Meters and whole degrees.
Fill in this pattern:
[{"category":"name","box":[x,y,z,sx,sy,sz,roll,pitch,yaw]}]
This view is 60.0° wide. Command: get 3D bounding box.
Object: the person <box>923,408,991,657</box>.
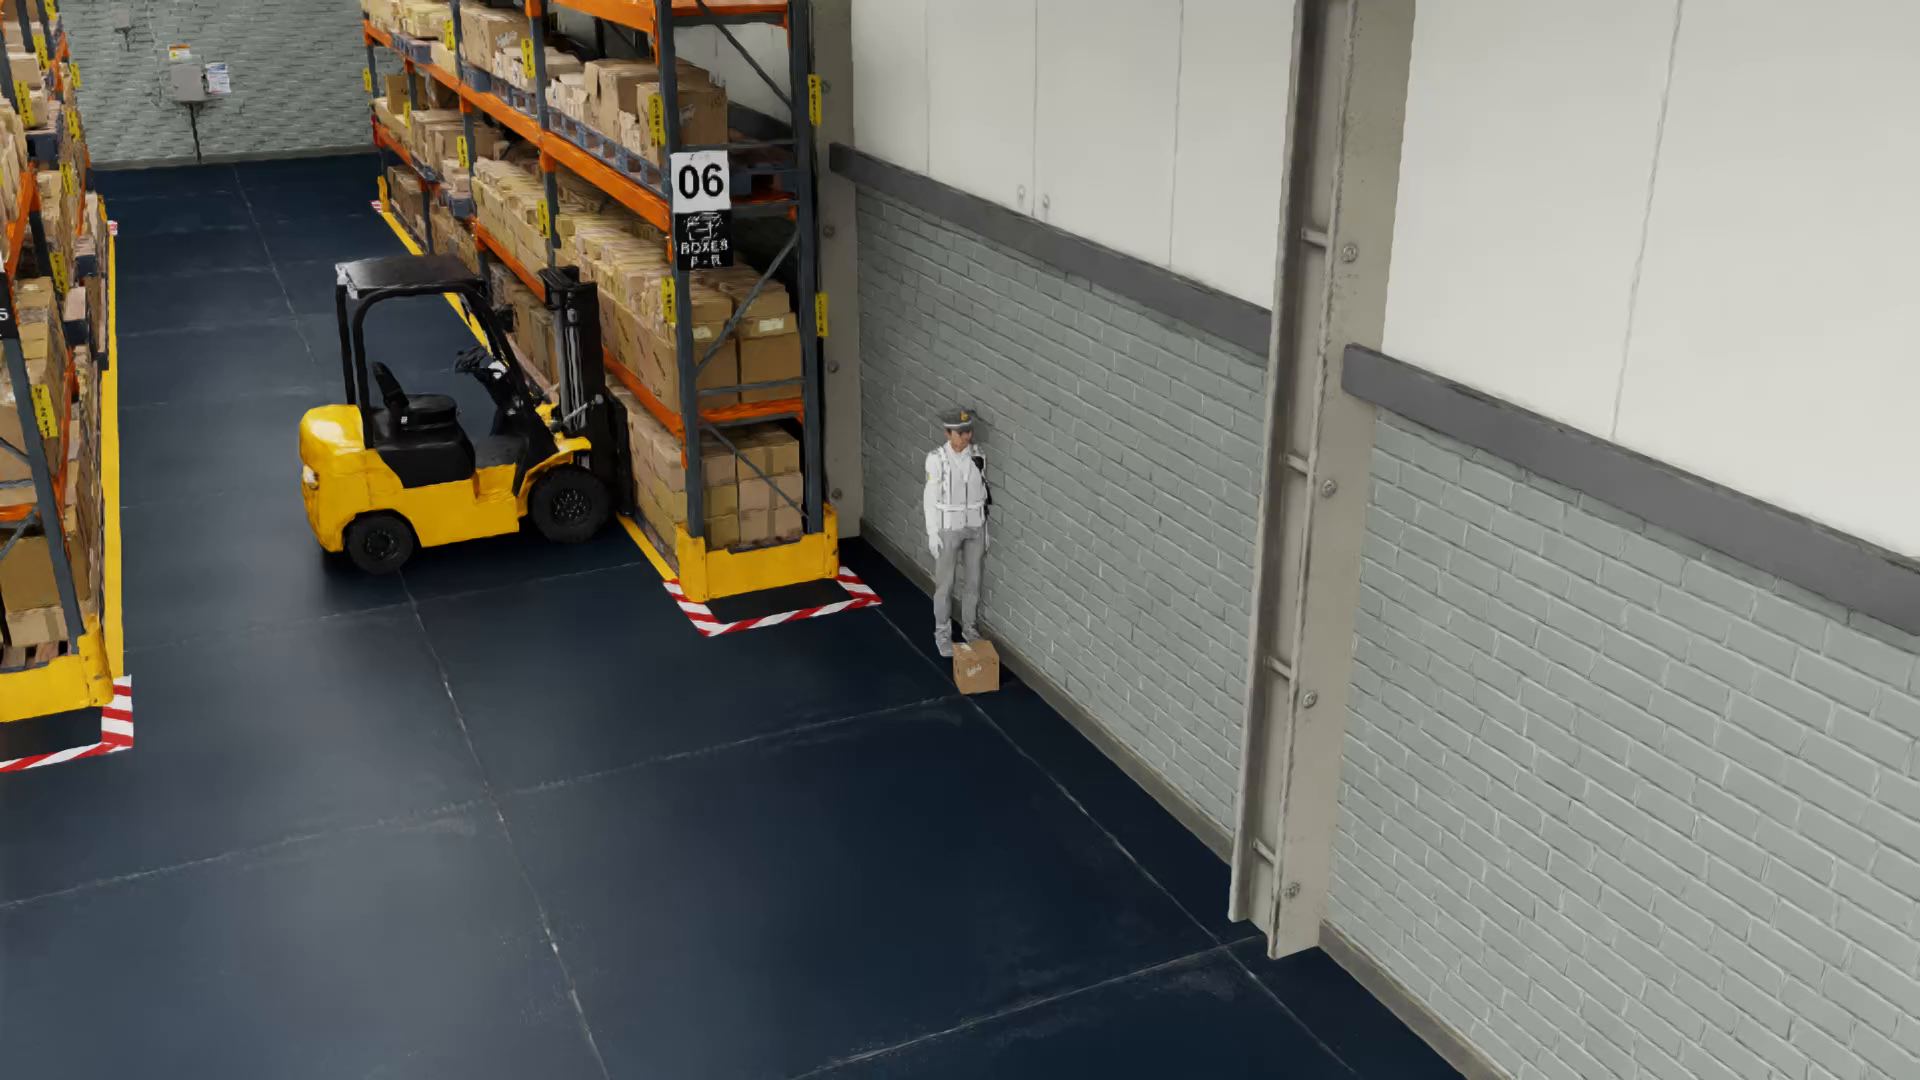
[{"category":"person","box":[0.008,-0.068,11.073,0.491,1.685,0.385,-8,23,-18]}]
